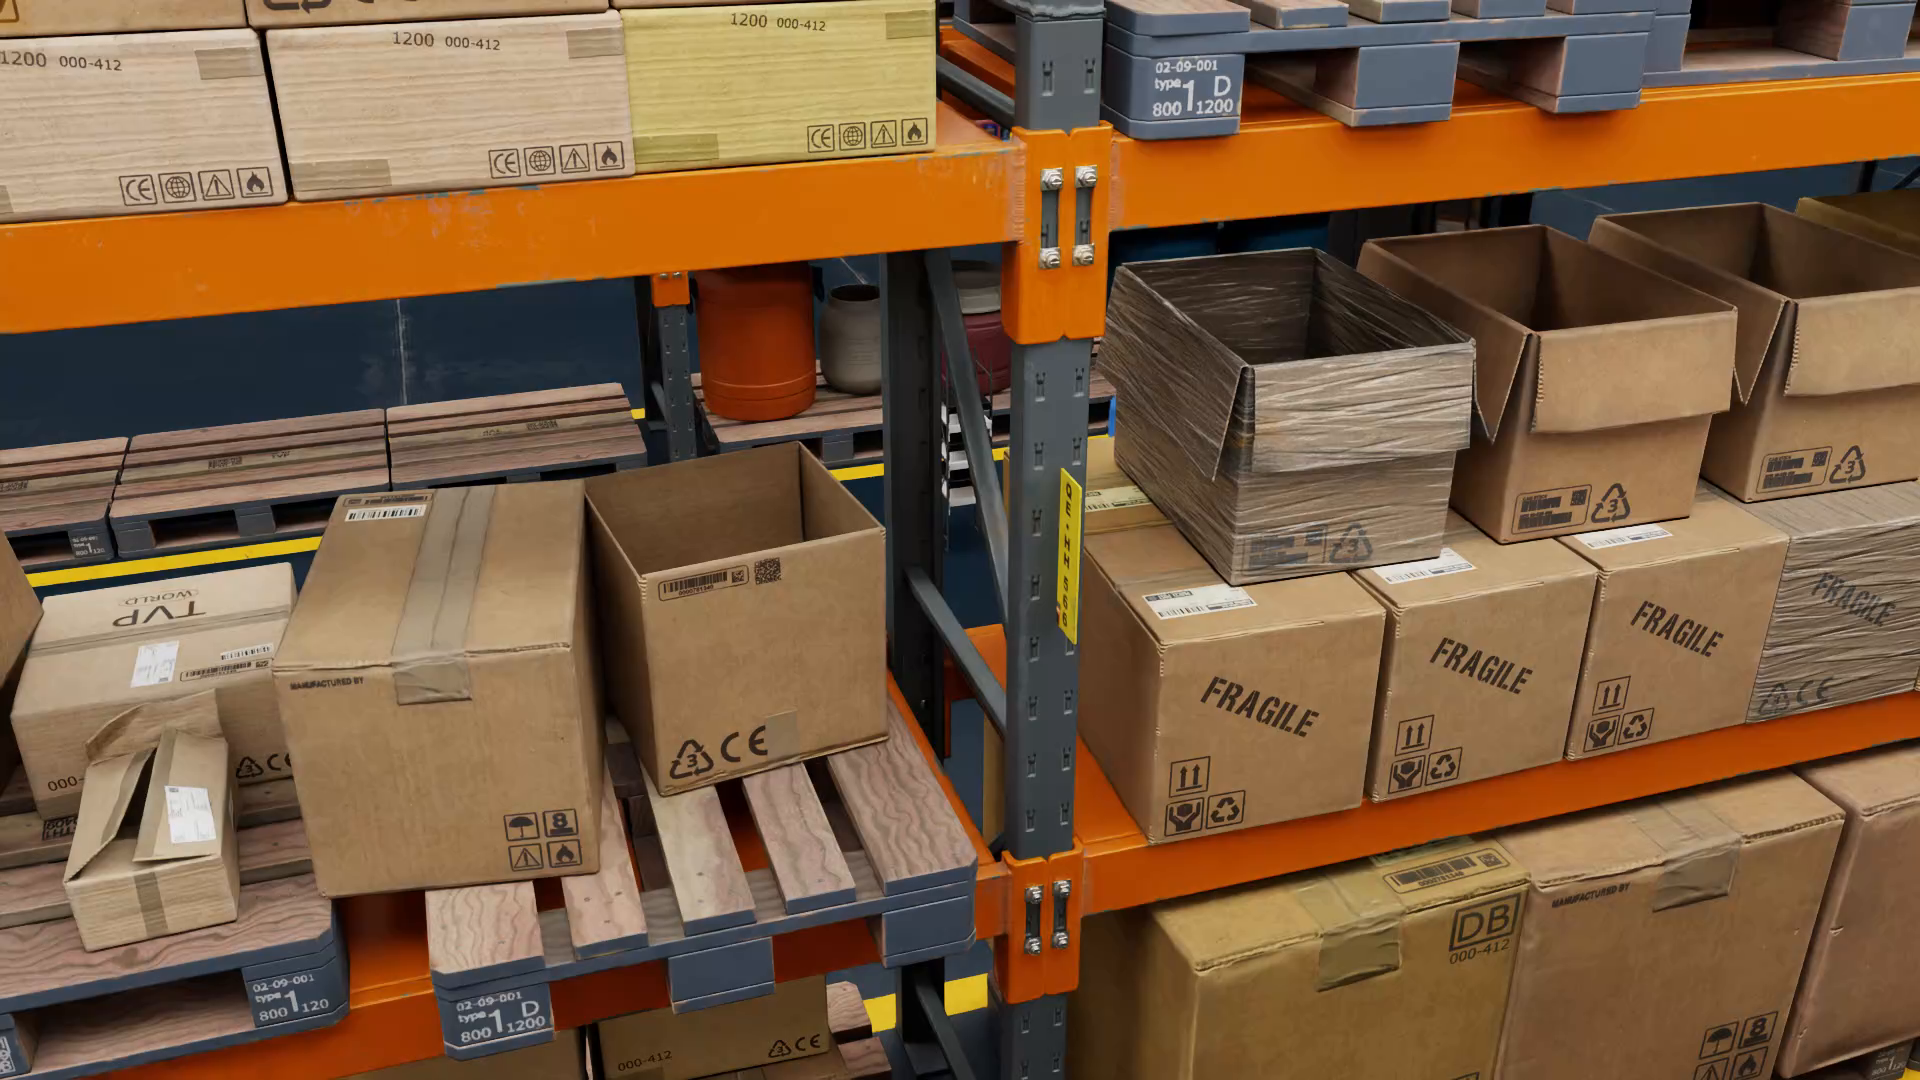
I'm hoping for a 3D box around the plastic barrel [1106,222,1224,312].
[{"bbox_3d":[1.098,-1.441,9.168,0.708,0.901,0.600,-8,28,-16],"label":"plastic barrel"}]

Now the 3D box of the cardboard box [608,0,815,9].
[{"bbox_3d":[-0.352,-1.154,2.654,0.500,0.500,0.500,-8,27,-15],"label":"cardboard box"}]

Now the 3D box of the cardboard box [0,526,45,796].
[{"bbox_3d":[-2.159,0.325,3.133,0.637,0.503,0.797,-5,27,-11],"label":"cardboard box"}]

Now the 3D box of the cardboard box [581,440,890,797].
[{"bbox_3d":[-0.477,0.145,3.500,0.500,0.500,0.500,-12,29,-22],"label":"cardboard box"}]

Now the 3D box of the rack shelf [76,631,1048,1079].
[{"bbox_3d":[-1.877,0.884,3.405,4.000,0.370,1.077,-8,28,-16],"label":"rack shelf"}]

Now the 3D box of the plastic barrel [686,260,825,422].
[{"bbox_3d":[-1.049,-1.098,8.557,0.708,0.830,0.600,-8,28,-16],"label":"plastic barrel"}]

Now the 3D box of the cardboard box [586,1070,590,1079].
[{"bbox_3d":[-1.130,1.392,3.890,0.500,0.500,0.700,-11,28,-20],"label":"cardboard box"}]

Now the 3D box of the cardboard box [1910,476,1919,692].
[{"bbox_3d":[2.500,0.011,4.242,0.500,0.500,0.500,-9,28,-17],"label":"cardboard box"}]

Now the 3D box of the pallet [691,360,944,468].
[{"bbox_3d":[-0.773,-0.685,8.892,1.213,0.211,1.003,-8,28,-16],"label":"pallet"}]

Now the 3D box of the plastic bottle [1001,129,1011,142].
[{"bbox_3d":[0.299,-1.966,8.391,0.185,0.351,0.144,-8,28,-16],"label":"plastic bottle"}]

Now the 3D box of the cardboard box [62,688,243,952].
[{"bbox_3d":[-1.478,0.502,3.044,0.258,0.266,0.396,-9,28,-18],"label":"cardboard box"}]

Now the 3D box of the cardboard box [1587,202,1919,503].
[{"bbox_3d":[1.981,-0.485,4.113,0.637,0.503,0.797,-7,27,-14],"label":"cardboard box"}]

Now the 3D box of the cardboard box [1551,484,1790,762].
[{"bbox_3d":[1.547,0.146,3.970,0.500,0.500,0.500,-9,28,-17],"label":"cardboard box"}]

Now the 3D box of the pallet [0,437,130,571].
[{"bbox_3d":[-4.578,-0.132,7.779,1.213,0.211,1.003,-8,28,-16],"label":"pallet"}]

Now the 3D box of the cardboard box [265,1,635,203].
[{"bbox_3d":[-0.819,-0.747,2.676,0.500,0.250,0.500,-8,28,-16],"label":"cardboard box"}]

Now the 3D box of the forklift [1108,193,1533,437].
[{"bbox_3d":[2.109,-0.774,6.012,3.031,2.935,1.130,14,30,26],"label":"forklift"}]

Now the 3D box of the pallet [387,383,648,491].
[{"bbox_3d":[-2.258,-0.468,8.456,1.213,0.211,1.003,-8,28,-16],"label":"pallet"}]

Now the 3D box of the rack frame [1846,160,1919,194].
[{"bbox_3d":[6.097,-2.909,10.237,0.127,3.000,1.000,-8,28,-16],"label":"rack frame"}]

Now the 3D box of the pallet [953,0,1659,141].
[{"bbox_3d":[0.620,-1.083,3.398,1.003,0.211,1.213,-7,27,-14],"label":"pallet"}]

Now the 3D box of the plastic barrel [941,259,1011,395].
[{"bbox_3d":[0.024,-1.146,8.924,0.708,0.588,0.600,-8,28,-16],"label":"plastic barrel"}]

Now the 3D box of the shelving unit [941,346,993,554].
[{"bbox_3d":[0.008,-0.404,7.552,0.210,0.900,0.258,-8,28,-16],"label":"shelving unit"}]

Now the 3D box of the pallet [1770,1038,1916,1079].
[{"bbox_3d":[1.955,1.292,4.909,1.213,0.211,1.003,-8,28,-16],"label":"pallet"}]

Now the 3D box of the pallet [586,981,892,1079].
[{"bbox_3d":[-0.719,1.643,4.204,1.213,0.211,1.003,-8,28,-16],"label":"pallet"}]

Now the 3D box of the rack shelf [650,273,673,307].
[{"bbox_3d":[-3.411,-1.210,7.623,4.000,0.370,1.077,-8,28,-16],"label":"rack shelf"}]

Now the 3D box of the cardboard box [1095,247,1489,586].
[{"bbox_3d":[0.725,-0.301,3.743,0.637,0.503,0.797,-7,27,-14],"label":"cardboard box"}]

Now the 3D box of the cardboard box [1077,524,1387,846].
[{"bbox_3d":[0.571,0.290,3.680,0.500,0.500,0.500,-7,27,-15],"label":"cardboard box"}]

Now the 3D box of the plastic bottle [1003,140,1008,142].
[{"bbox_3d":[0.219,-1.836,8.220,0.097,0.271,0.097,0,26,0],"label":"plastic bottle"}]

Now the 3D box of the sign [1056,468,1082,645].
[{"bbox_3d":[0.201,0.032,3.100,0.005,0.325,0.100,-8,28,-16],"label":"sign"}]

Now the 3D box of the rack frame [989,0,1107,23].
[{"bbox_3d":[0.024,-2.401,2.466,0.127,3.000,1.000,-8,28,-16],"label":"rack frame"}]

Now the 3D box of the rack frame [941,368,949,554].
[{"bbox_3d":[-0.089,-0.390,7.524,0.006,0.900,0.240,-8,28,-16],"label":"rack frame"}]

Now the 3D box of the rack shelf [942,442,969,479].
[{"bbox_3d":[0.008,-0.374,7.567,0.200,0.077,0.258,-8,28,-16],"label":"rack shelf"}]

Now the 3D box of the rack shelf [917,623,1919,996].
[{"bbox_3d":[1.926,0.333,4.514,4.000,0.370,1.077,-8,28,-16],"label":"rack shelf"}]

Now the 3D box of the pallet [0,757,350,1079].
[{"bbox_3d":[-1.845,0.662,3.258,1.213,0.211,1.003,-8,28,-16],"label":"pallet"}]

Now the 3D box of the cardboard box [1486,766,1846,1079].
[{"bbox_3d":[1.537,0.844,4.593,0.875,0.875,1.225,-8,28,-16],"label":"cardboard box"}]

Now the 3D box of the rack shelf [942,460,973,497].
[{"bbox_3d":[0.008,-0.294,7.607,0.200,0.077,0.258,-8,28,-16],"label":"rack shelf"}]

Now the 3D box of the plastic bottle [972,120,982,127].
[{"bbox_3d":[0.050,-2.113,8.765,0.133,0.283,0.061,-8,28,-16],"label":"plastic bottle"}]

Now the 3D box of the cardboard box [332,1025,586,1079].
[{"bbox_3d":[-1.105,1.056,3.724,0.500,0.250,0.500,-5,27,-10],"label":"cardboard box"}]

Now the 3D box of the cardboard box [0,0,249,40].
[{"bbox_3d":[-1.311,-1.017,2.378,0.500,0.500,0.500,-8,27,-15],"label":"cardboard box"}]

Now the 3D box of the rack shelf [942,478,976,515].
[{"bbox_3d":[0.008,-0.213,7.647,0.200,0.077,0.258,-8,28,-16],"label":"rack shelf"}]
